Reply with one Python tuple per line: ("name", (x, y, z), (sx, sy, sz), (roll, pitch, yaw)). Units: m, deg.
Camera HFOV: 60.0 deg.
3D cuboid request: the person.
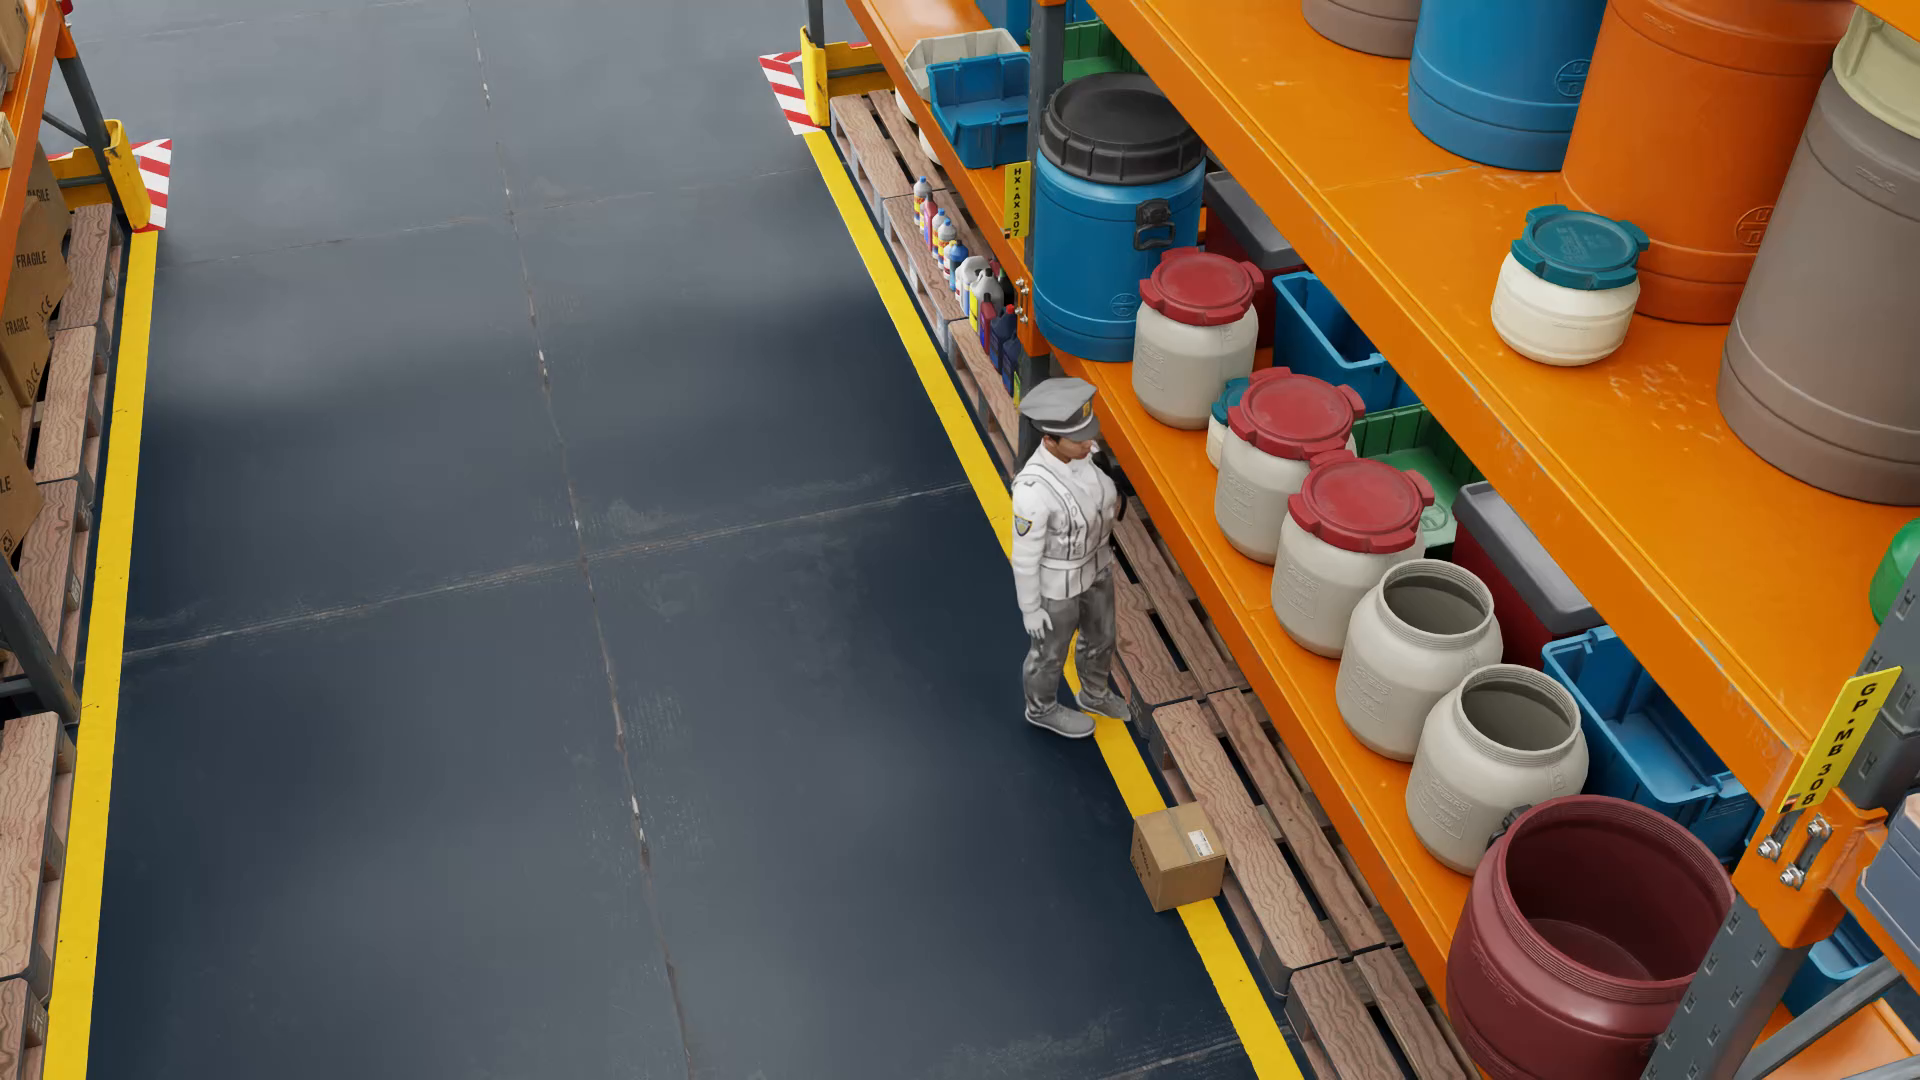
("person", (0.427, 0.148, 6.015), (0.435, 1.732, 0.531), (23, 47, 23))
